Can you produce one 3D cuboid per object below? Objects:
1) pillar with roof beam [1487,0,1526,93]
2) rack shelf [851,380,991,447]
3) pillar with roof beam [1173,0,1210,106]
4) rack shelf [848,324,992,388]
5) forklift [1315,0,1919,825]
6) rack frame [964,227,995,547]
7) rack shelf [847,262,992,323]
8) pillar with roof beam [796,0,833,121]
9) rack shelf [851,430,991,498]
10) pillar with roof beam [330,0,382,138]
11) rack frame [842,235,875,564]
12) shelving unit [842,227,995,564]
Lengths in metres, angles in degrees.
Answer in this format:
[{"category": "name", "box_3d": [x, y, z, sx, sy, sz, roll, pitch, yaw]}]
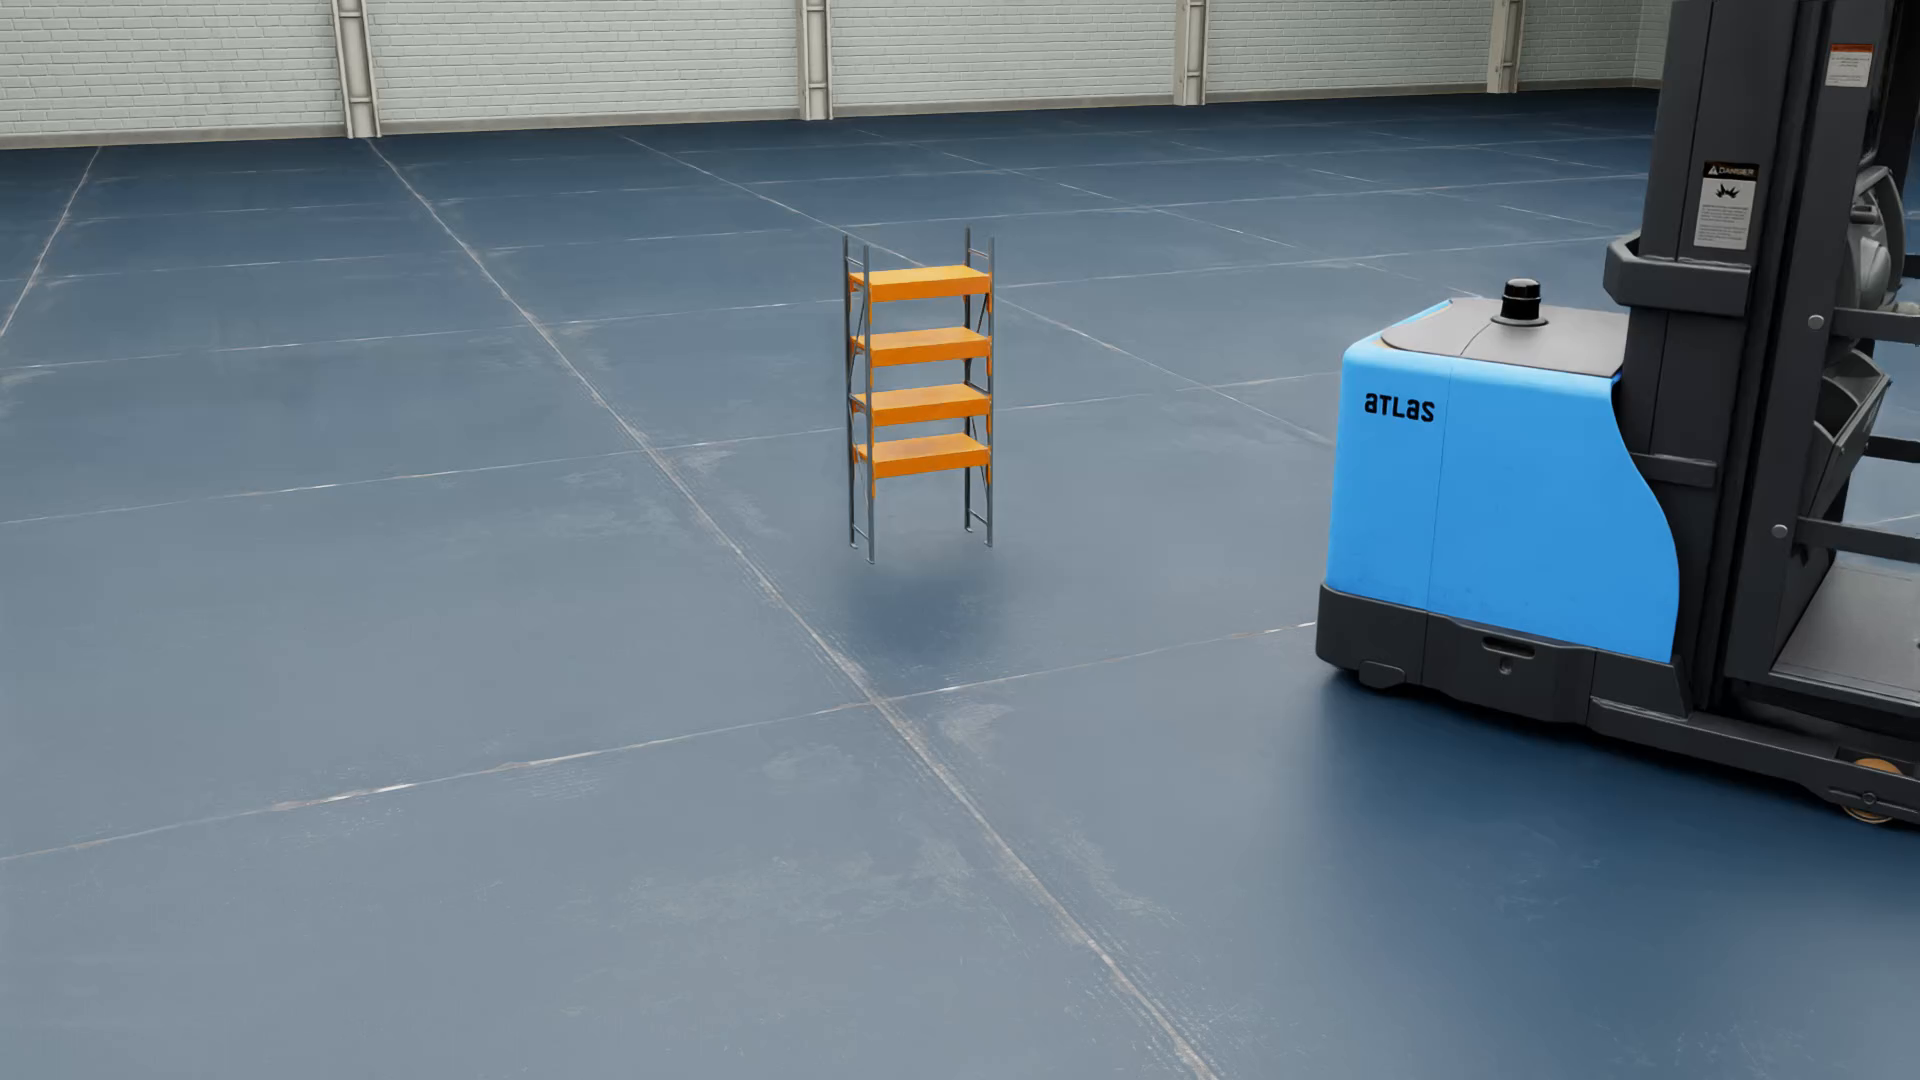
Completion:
[{"category": "pillar with roof beam", "box_3d": [10.716, -10.387, 22.472, 0.400, 9.000, 9.100, -8, 21, -22]}, {"category": "rack shelf", "box_3d": [-0.152, -0.481, 6.283, 0.480, 0.148, 0.258, -8, 21, -22]}, {"category": "pillar with roof beam", "box_3d": [5.207, -9.598, 20.231, 0.400, 9.000, 9.100, -8, 21, -22]}, {"category": "rack shelf", "box_3d": [-0.152, -0.692, 6.209, 0.480, 0.148, 0.258, -8, 21, -22]}, {"category": "forklift", "box_3d": [2.629, -0.798, 4.376, 3.031, 2.935, 1.130, 13, 23, 33]}, {"category": "rack frame", "box_3d": [0.072, -0.576, 6.352, 0.015, 1.200, 0.240, -8, 21, -22]}, {"category": "rack shelf", "box_3d": [-0.152, -0.915, 6.130, 0.480, 0.148, 0.258, -8, 21, -22]}, {"category": "pillar with roof beam", "box_3d": [-0.303, -8.808, 17.989, 0.400, 9.000, 9.100, -8, 21, -22]}, {"category": "rack shelf", "box_3d": [-0.152, -0.293, 6.349, 0.480, 0.148, 0.258, -8, 21, -22]}, {"category": "pillar with roof beam", "box_3d": [-5.812, -8.019, 15.747, 0.400, 9.000, 9.100, -8, 21, -22]}, {"category": "rack frame", "box_3d": [-0.376, -0.512, 6.170, 0.015, 1.200, 0.240, -8, 21, -22]}, {"category": "shelving unit", "box_3d": [-0.152, -0.544, 6.261, 0.503, 1.200, 0.258, -8, 21, -22]}]
